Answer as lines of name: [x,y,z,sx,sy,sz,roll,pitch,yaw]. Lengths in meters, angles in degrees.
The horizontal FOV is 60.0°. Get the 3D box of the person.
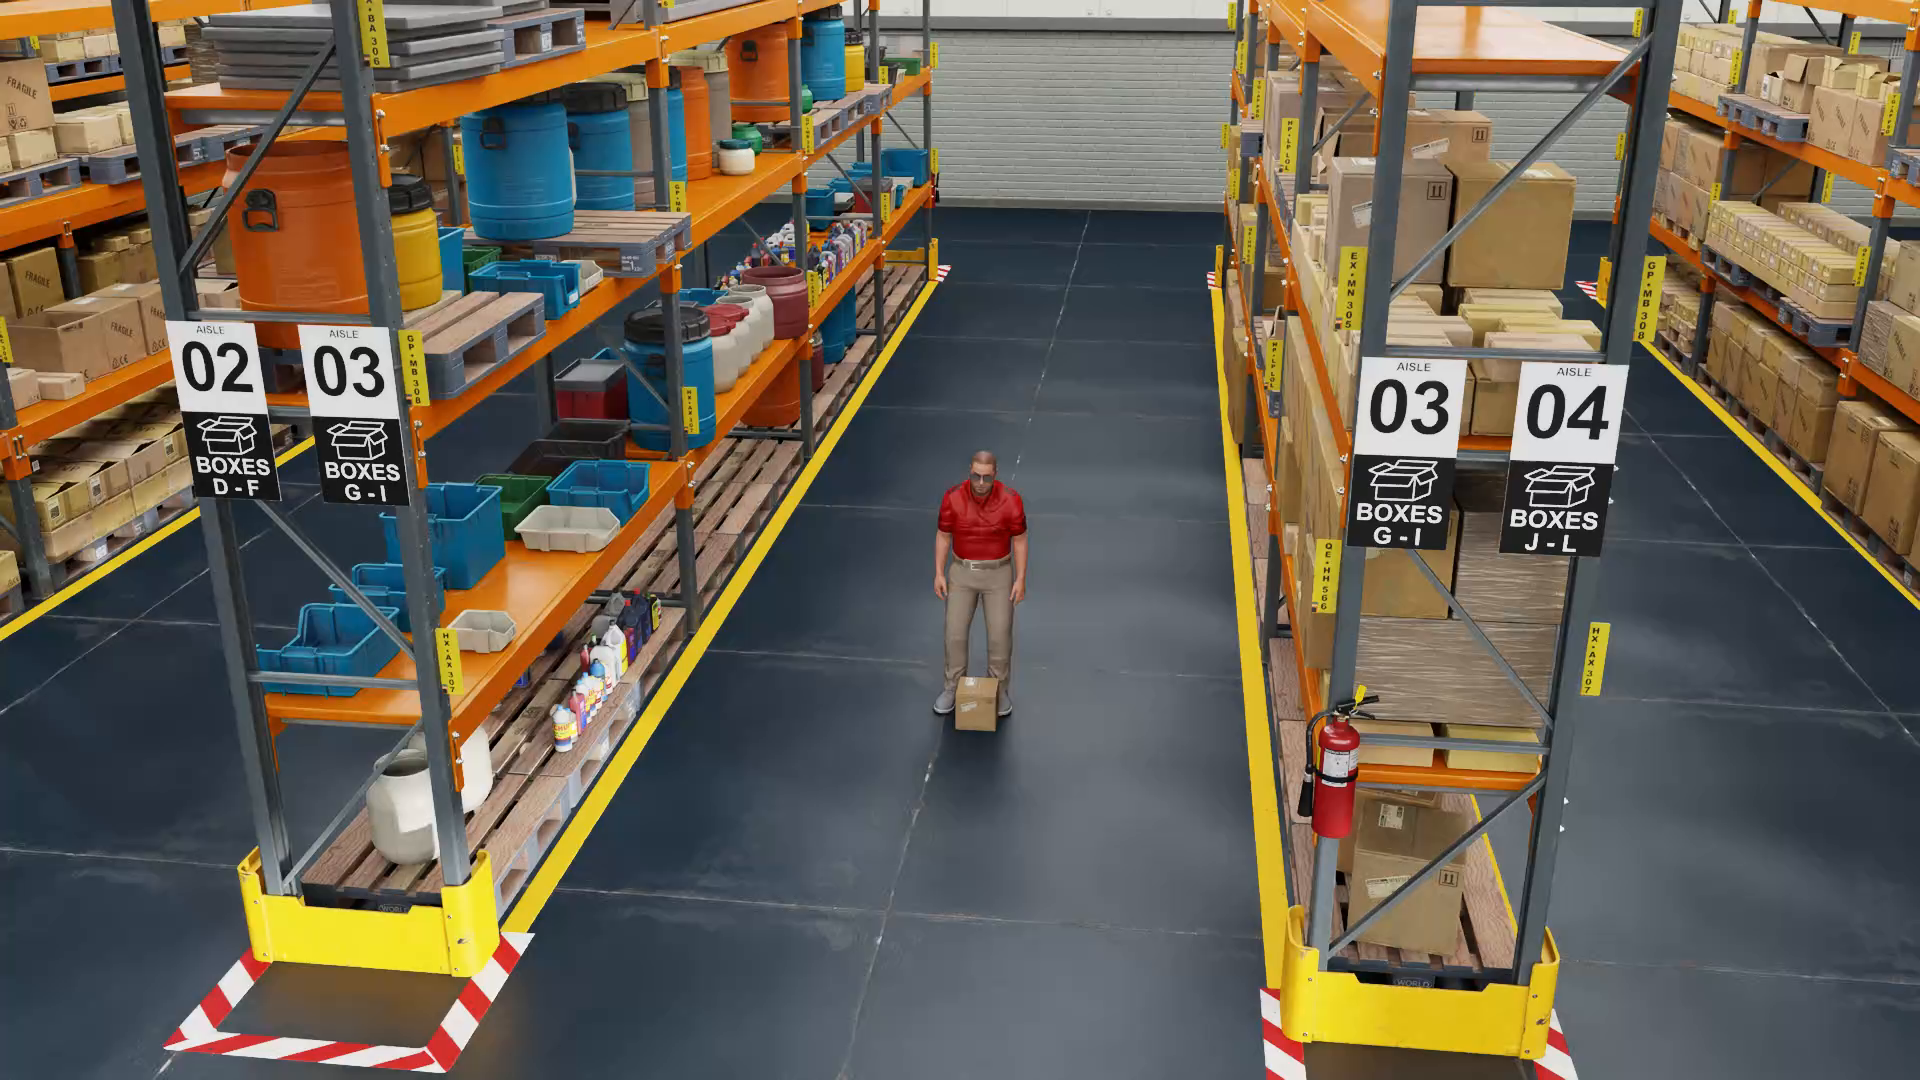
person: [0.124,0.251,10.448,0.578,1.726,0.396,3,21,7]
